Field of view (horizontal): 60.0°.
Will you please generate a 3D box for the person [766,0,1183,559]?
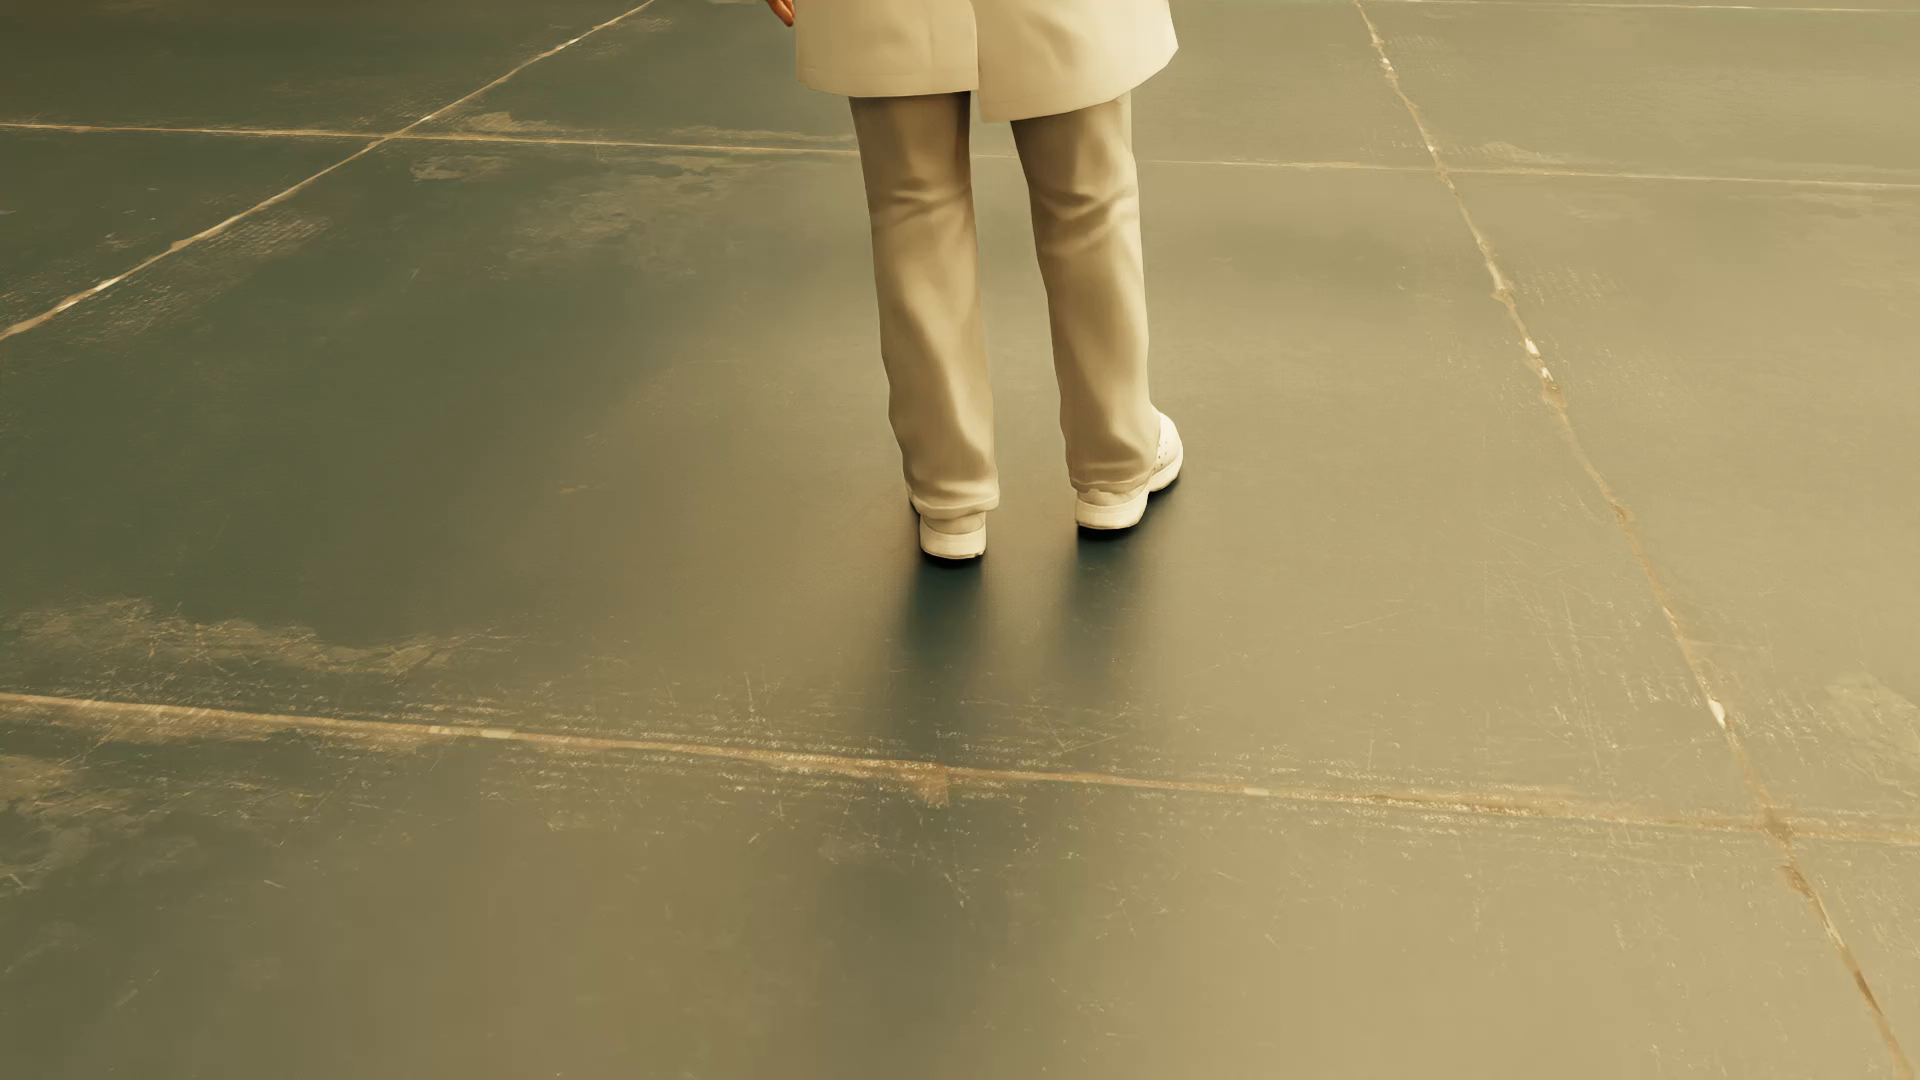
[{"bbox_3d":[0.016,-0.843,2.180,0.698,1.778,0.578,3,27,7],"label":"person"}]
